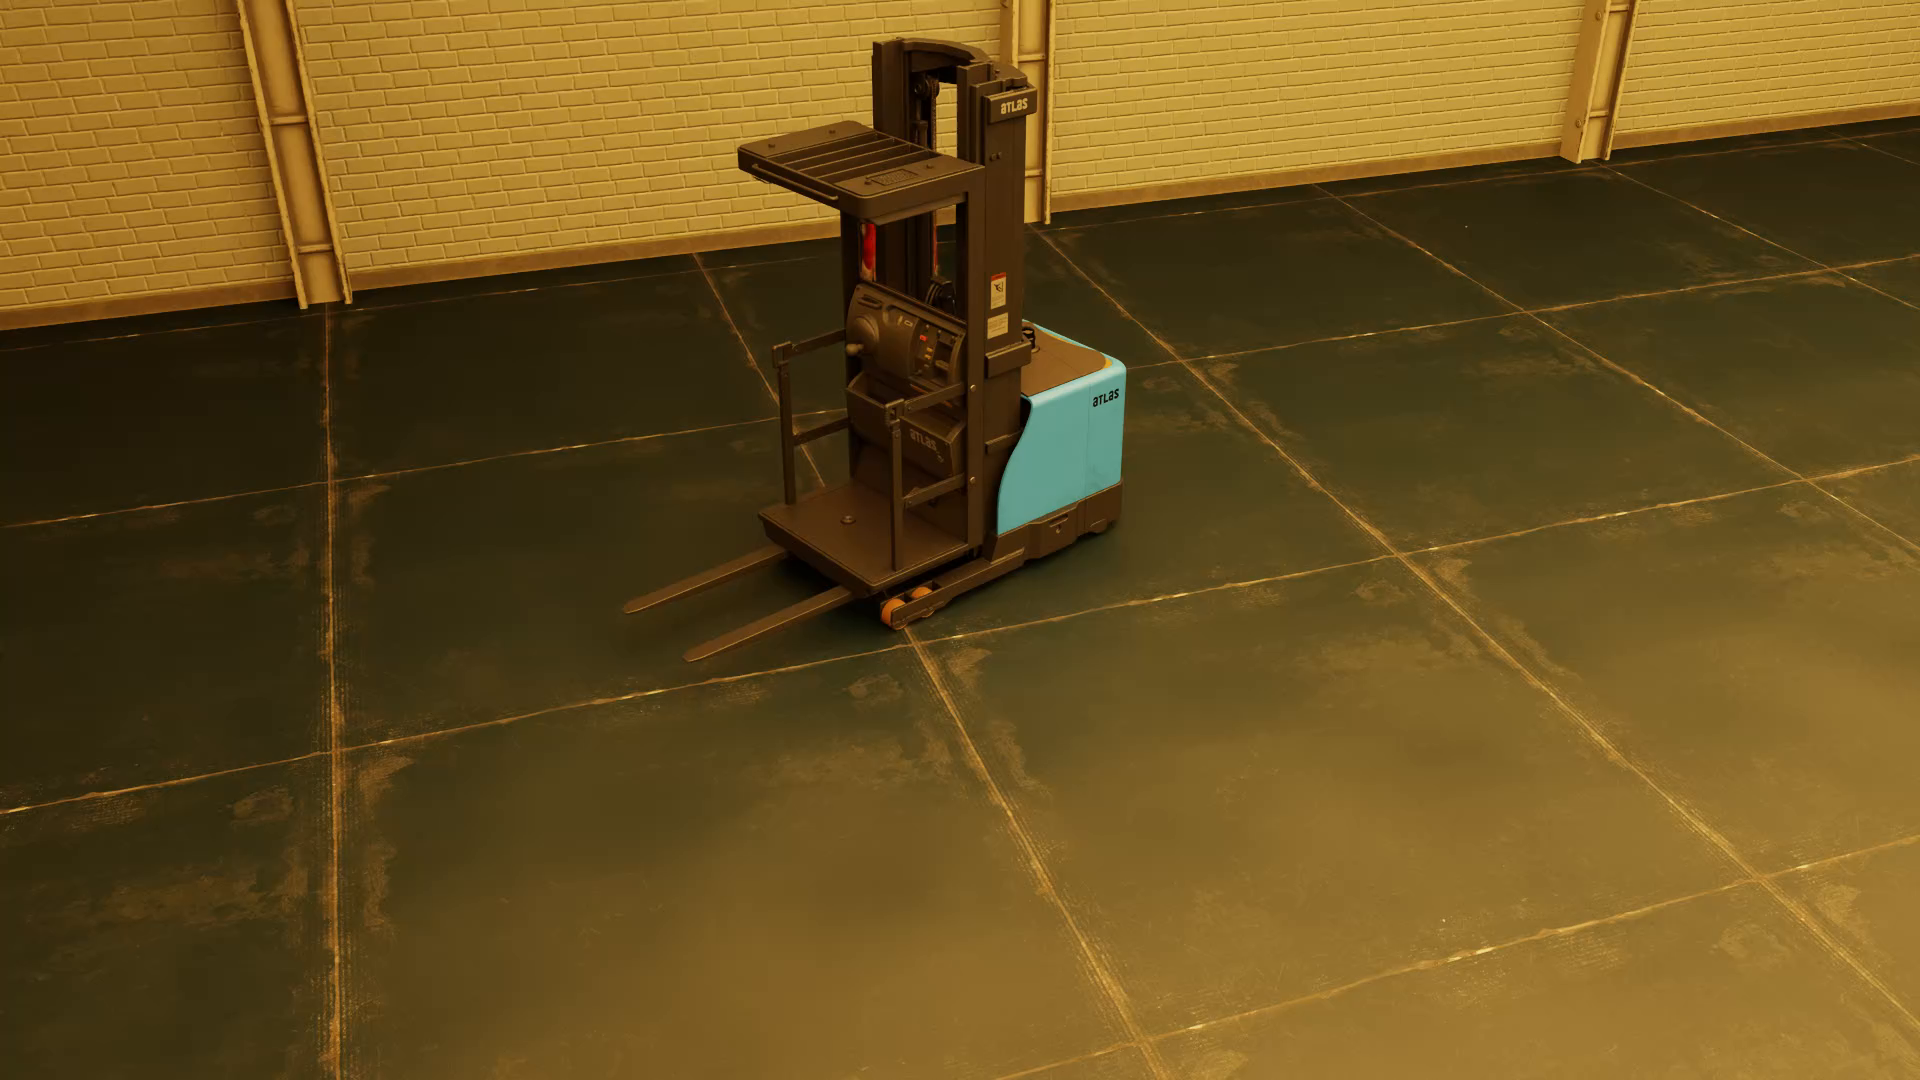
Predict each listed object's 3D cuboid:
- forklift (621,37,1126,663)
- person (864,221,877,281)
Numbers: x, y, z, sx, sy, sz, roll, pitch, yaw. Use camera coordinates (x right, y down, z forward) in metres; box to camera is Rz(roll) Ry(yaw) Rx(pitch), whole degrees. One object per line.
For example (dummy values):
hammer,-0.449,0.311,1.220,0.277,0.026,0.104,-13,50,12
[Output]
forklift,-0.461,-1.072,8.951,3.031,2.935,1.130,-23,37,-34
person,-0.500,-1.760,11.382,0.382,1.702,0.842,-4,30,-7
